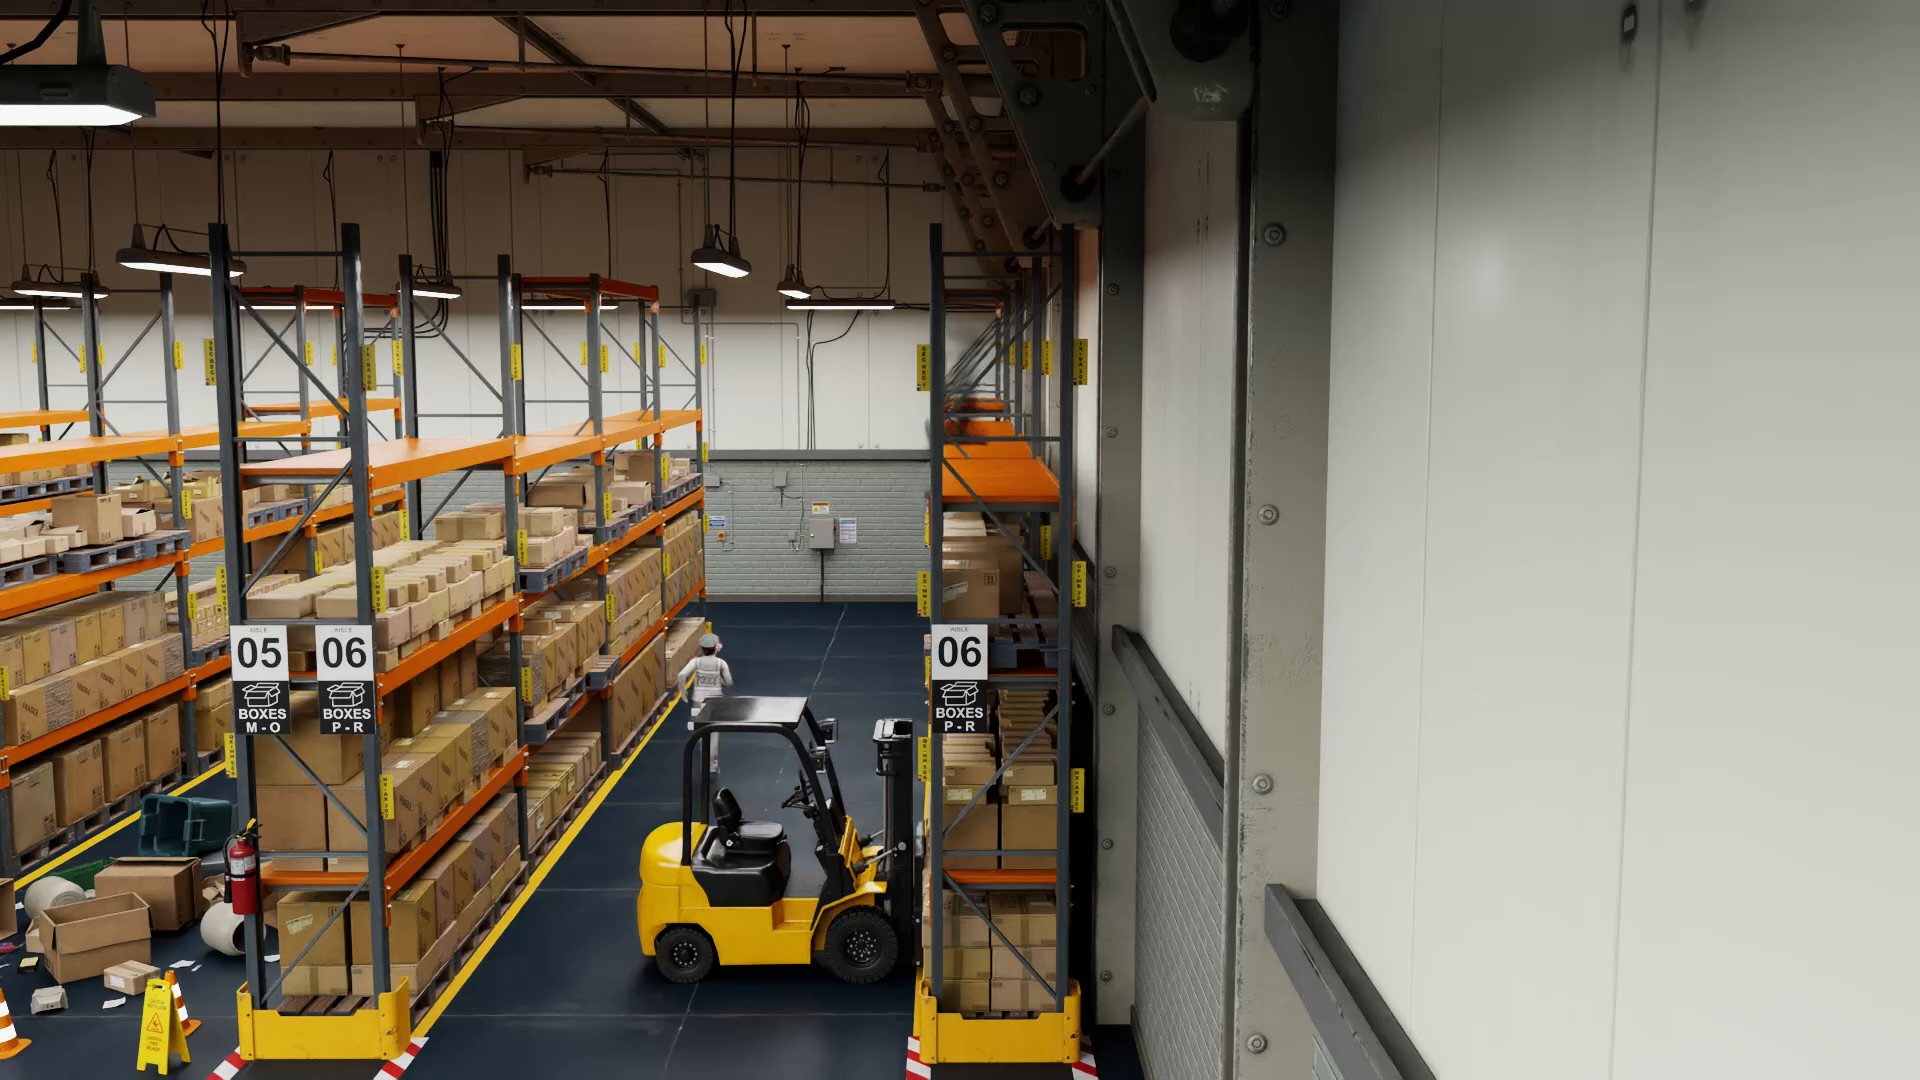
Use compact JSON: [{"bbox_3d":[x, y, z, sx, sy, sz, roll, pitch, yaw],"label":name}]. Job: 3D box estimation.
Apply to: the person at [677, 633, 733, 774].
[{"bbox_3d":[-3.061,2.002,20.048,0.621,1.713,0.856,0,7,2],"label":"person"}]
